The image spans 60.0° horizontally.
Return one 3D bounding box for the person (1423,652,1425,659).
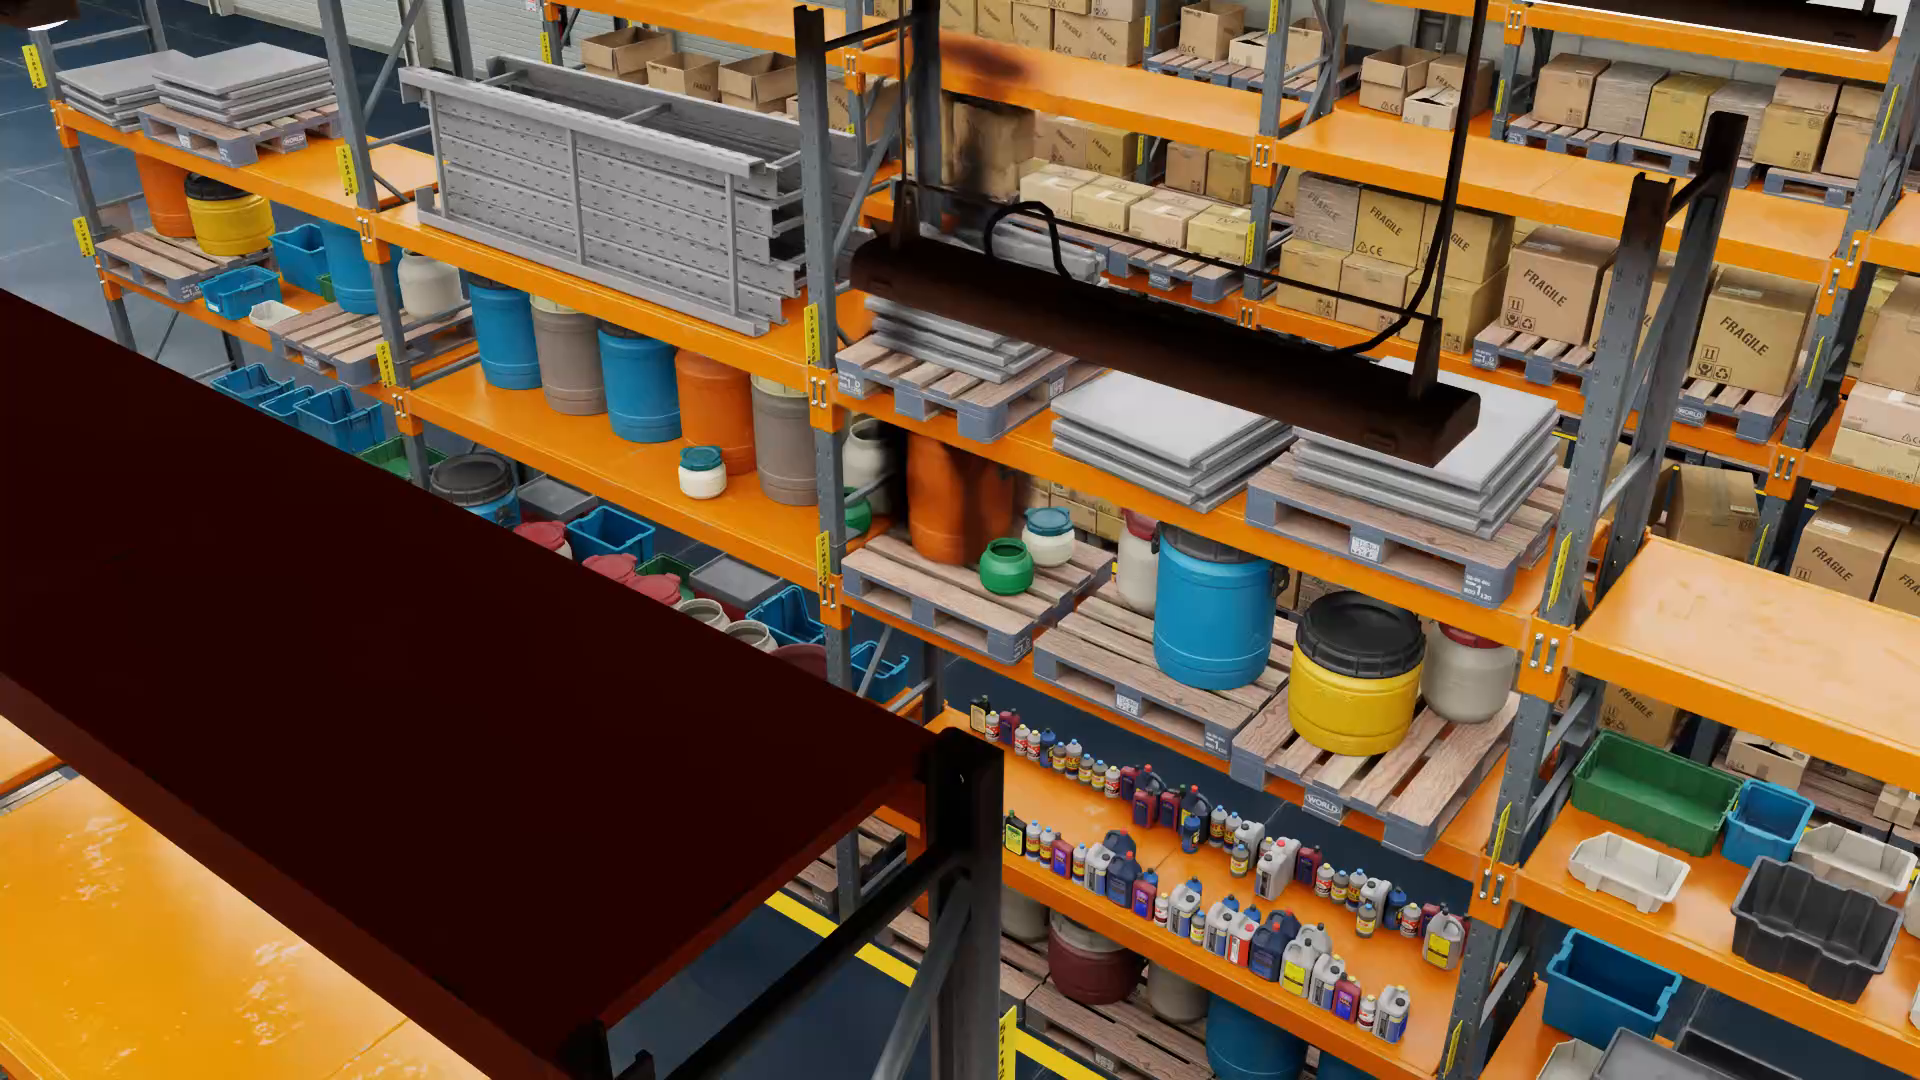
[{"bbox_3d":[3.273,1.195,11.095,0.983,1.836,0.710,14,34,22],"label":"person"}]
